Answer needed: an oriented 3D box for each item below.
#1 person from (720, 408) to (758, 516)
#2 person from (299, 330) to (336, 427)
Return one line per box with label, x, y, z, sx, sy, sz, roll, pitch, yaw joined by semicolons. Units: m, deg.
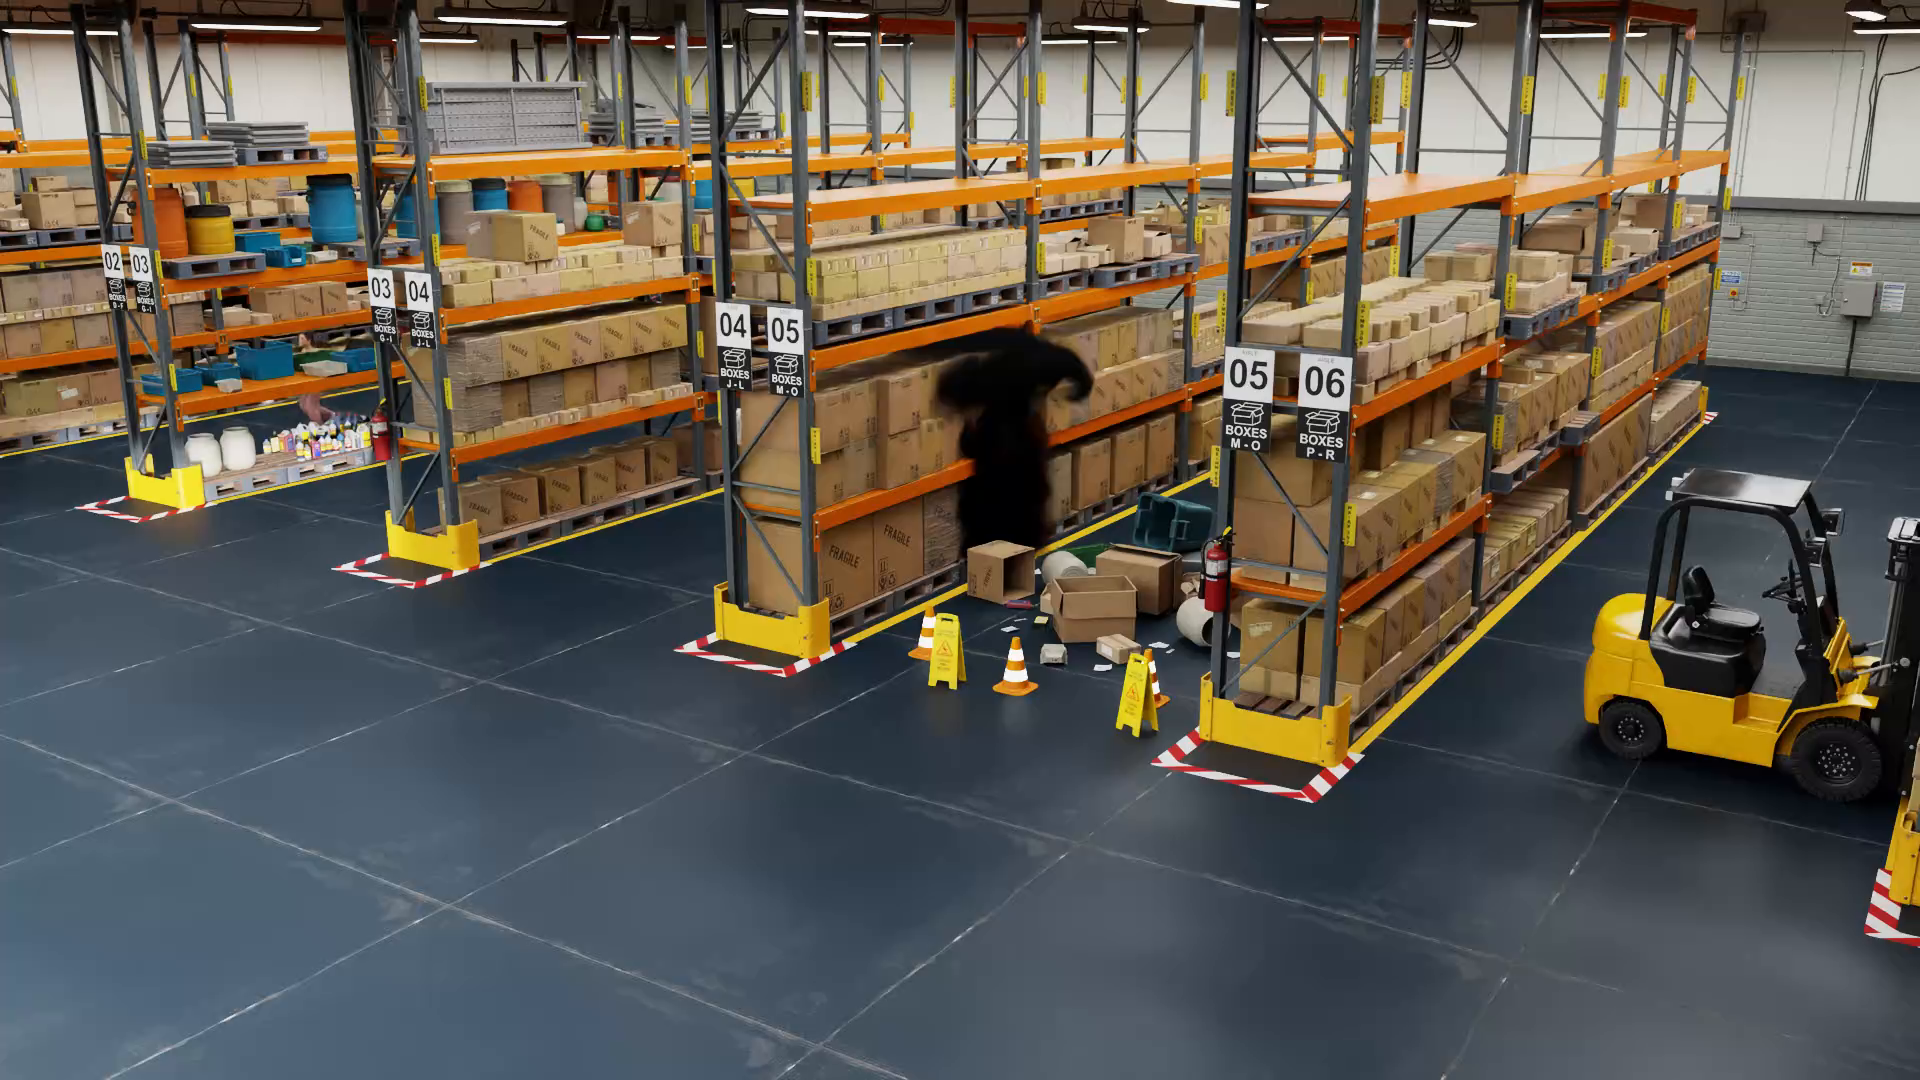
person;-2.317;-0.896;18.490;0.694;1.572;0.787;0;16;1
person;-9.453;-2.302;24.518;0.532;1.619;0.613;-14;21;-40
